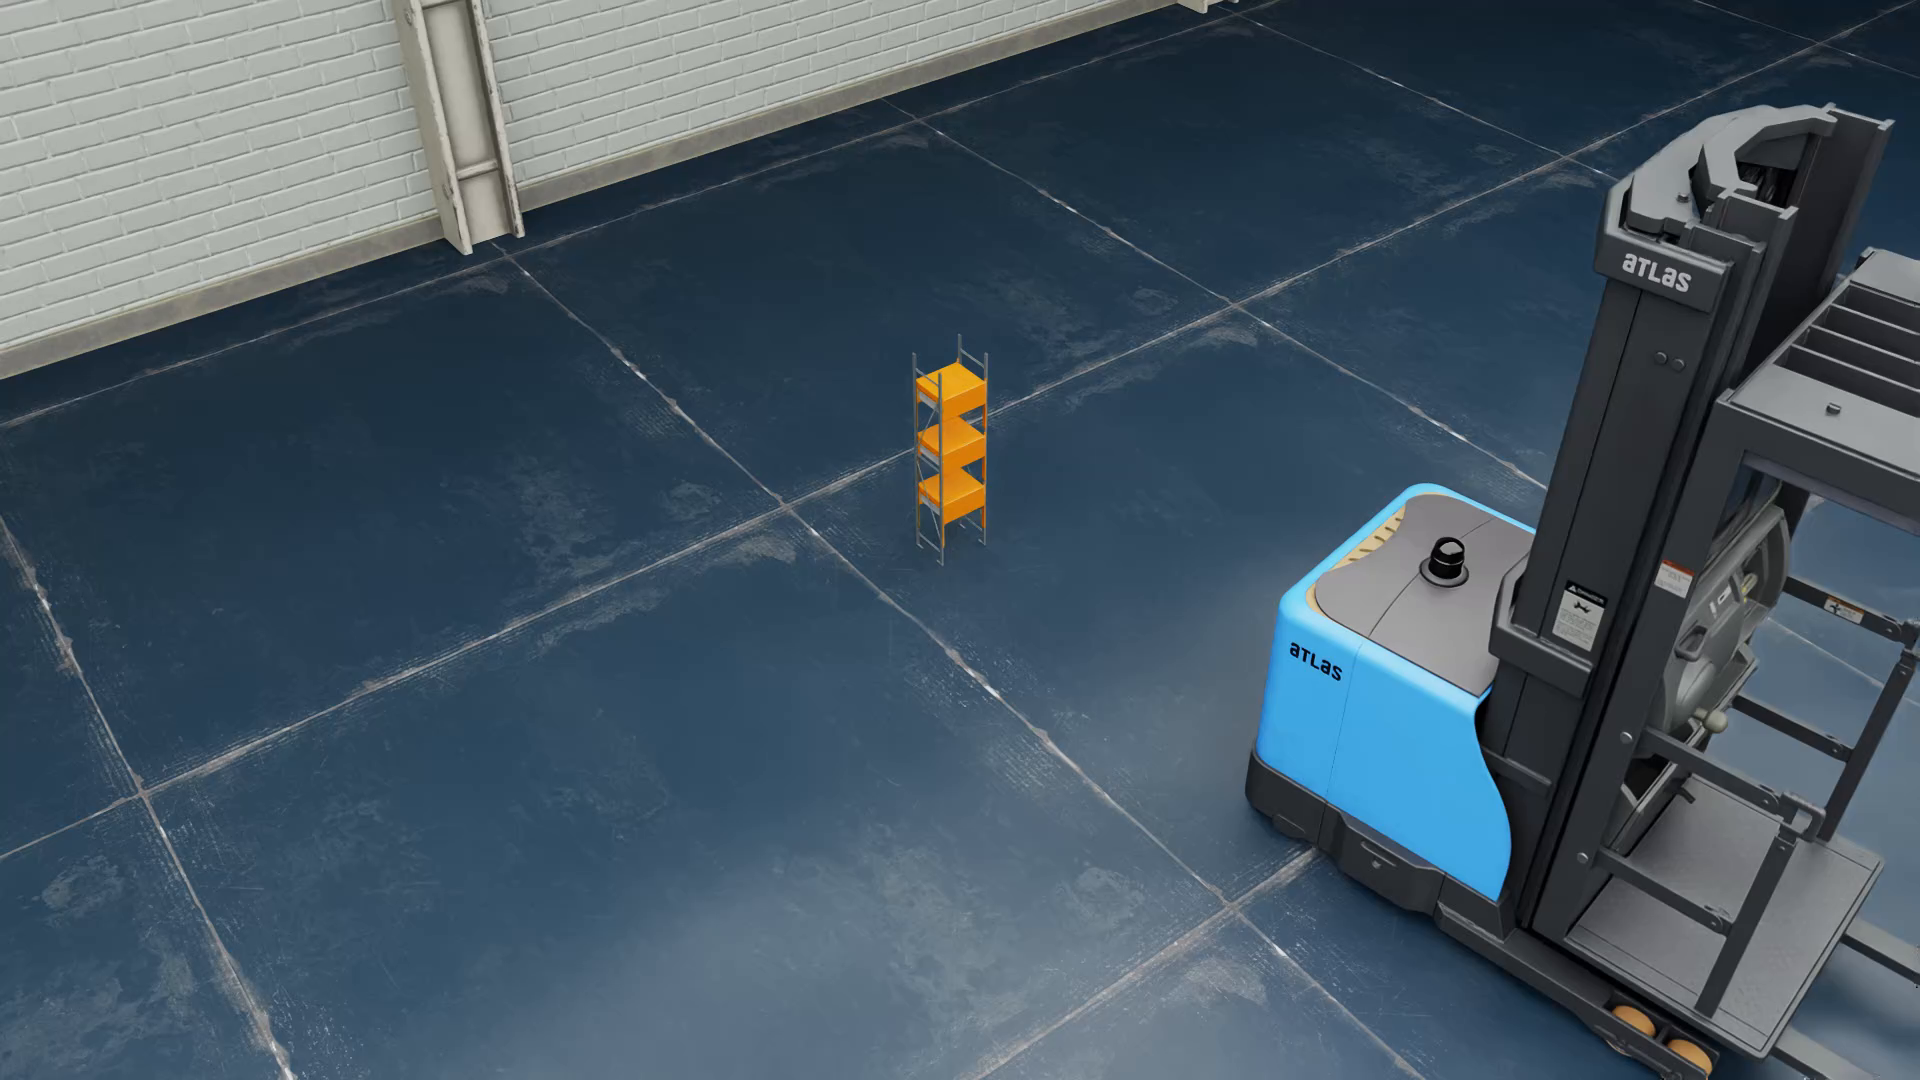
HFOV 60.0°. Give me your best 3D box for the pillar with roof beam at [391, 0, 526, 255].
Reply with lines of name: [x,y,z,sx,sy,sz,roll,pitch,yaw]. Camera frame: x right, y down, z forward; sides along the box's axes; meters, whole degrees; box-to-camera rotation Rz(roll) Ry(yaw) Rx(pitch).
pillar with roof beam: [-0.232,-3.144,4.487,0.400,9.000,9.100,-26,46,-28]

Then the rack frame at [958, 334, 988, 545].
rack frame: [0.054,-0.432,7.449,0.008,1.050,0.200,-26,46,-28]

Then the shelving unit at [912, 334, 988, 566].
shelving unit: [-0.042,-0.385,7.392,0.252,1.050,0.215,-26,46,-28]

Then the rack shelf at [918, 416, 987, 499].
rack shelf: [-0.042,-0.377,7.399,0.240,0.259,0.215,-26,46,-28]

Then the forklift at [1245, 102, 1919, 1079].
forklift: [2.530,0.313,5.058,3.031,2.935,1.130,30,48,32]

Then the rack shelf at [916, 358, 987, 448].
rack shelf: [-0.042,-0.596,7.219,0.240,0.259,0.215,-26,46,-28]

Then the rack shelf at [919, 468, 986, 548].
rack shelf: [-0.042,-0.162,7.575,0.240,0.259,0.215,-26,46,-28]

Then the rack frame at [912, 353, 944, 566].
rack frame: [-0.139,-0.338,7.334,0.008,1.050,0.200,-26,46,-28]
